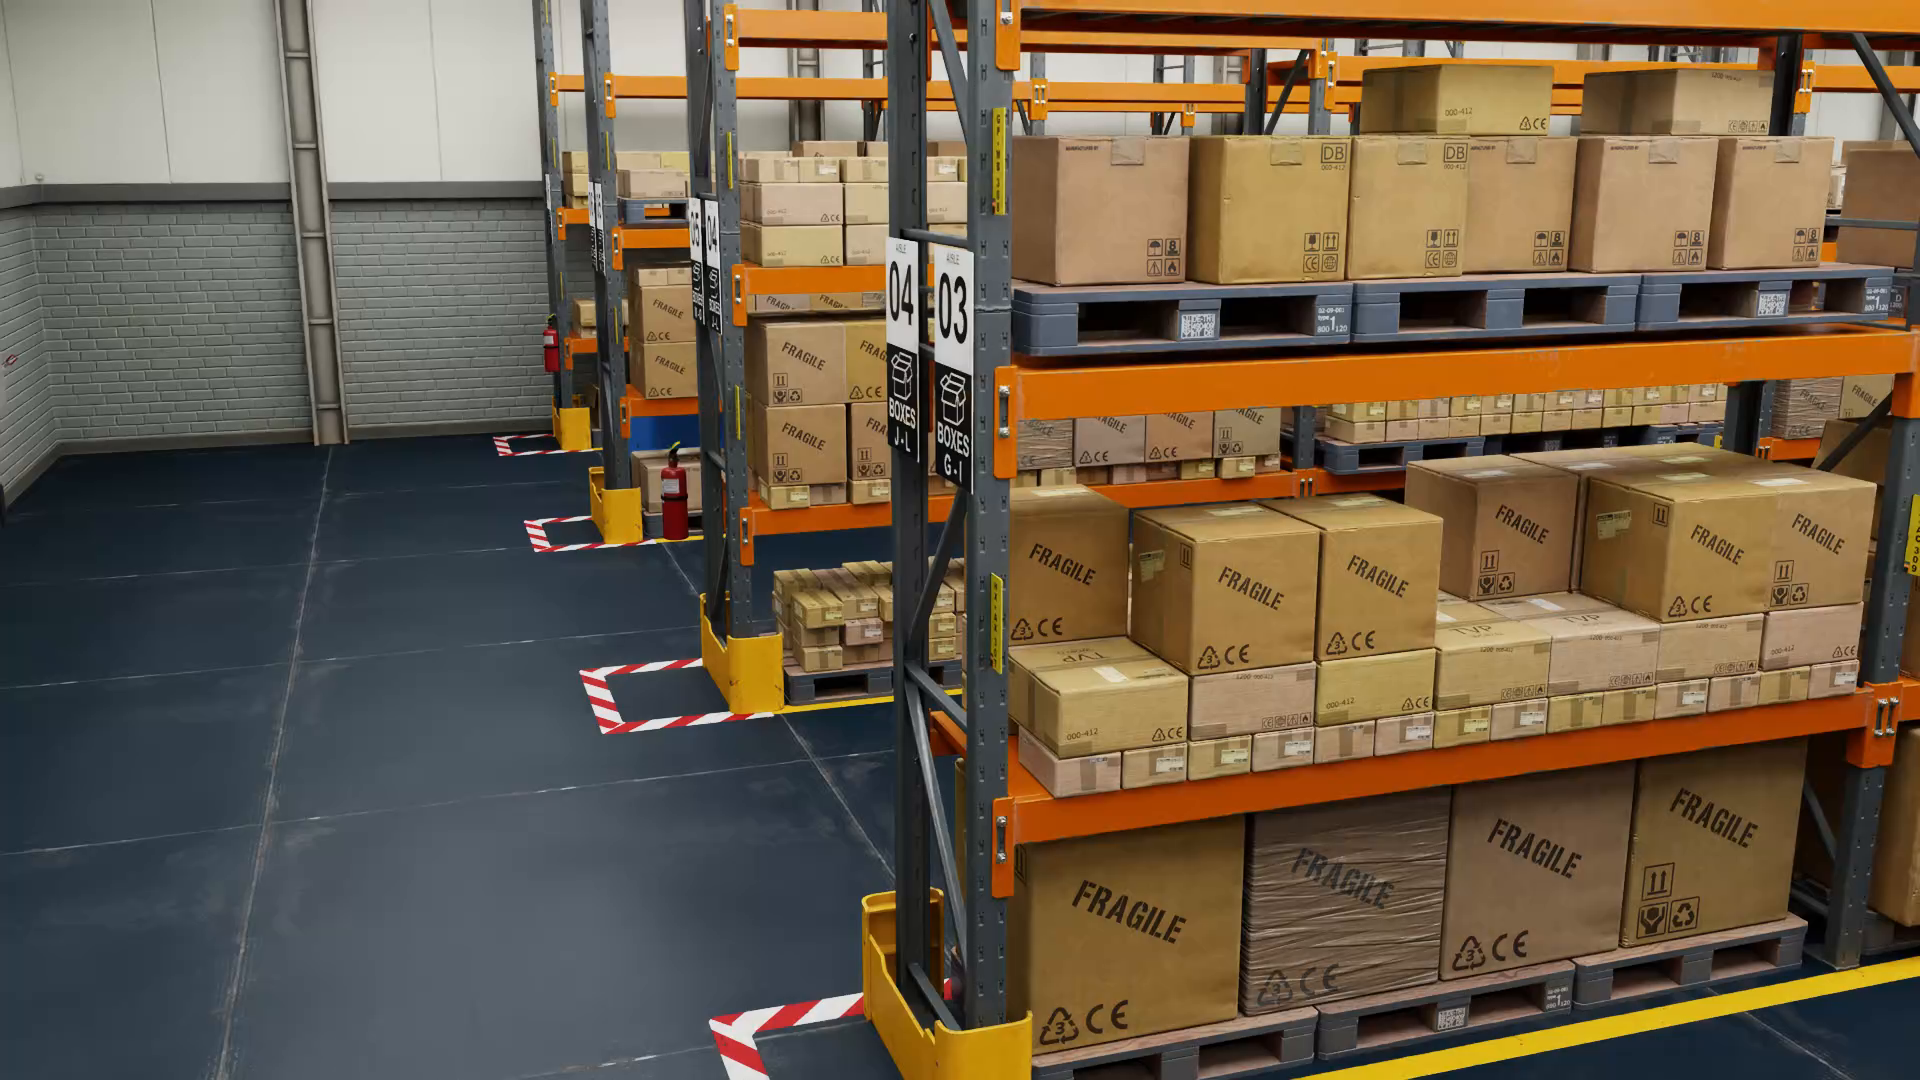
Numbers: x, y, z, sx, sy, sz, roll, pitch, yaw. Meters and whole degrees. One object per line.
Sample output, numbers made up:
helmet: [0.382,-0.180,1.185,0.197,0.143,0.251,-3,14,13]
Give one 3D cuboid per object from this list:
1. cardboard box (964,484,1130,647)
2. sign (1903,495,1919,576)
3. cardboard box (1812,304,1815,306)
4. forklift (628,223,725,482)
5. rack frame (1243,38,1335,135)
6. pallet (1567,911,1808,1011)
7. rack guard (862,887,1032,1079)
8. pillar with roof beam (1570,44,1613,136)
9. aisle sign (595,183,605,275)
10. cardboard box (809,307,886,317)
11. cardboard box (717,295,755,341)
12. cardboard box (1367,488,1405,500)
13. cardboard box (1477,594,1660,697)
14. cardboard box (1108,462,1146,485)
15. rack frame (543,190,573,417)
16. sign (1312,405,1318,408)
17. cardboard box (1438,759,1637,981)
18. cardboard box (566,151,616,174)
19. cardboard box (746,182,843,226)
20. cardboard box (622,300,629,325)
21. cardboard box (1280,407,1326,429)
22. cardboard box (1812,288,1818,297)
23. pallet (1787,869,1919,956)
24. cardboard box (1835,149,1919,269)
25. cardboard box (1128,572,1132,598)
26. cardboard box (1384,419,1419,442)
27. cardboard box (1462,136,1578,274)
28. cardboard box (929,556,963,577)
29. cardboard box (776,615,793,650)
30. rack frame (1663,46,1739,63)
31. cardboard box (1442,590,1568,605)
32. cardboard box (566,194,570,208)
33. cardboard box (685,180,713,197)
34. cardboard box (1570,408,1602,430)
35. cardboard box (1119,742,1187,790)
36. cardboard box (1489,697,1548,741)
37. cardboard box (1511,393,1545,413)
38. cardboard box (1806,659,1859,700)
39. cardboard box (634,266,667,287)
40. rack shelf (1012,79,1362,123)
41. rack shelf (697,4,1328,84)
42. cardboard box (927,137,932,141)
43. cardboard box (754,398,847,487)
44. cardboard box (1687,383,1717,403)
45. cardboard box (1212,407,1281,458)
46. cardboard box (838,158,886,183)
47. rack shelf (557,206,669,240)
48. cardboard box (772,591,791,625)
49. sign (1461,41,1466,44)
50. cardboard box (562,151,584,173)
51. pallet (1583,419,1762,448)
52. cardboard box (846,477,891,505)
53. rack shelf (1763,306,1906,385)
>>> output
cardboard box: [0.328,0.087,6.465,0.500,0.500,0.500,-4,14,-17]
sign: [3.920,-0.017,6.796,0.005,0.325,0.100,-4,14,-18]
cardboard box: [6.475,-1.635,13.265,0.500,0.500,0.700,-5,14,-18]
forklift: [-2.016,-2.082,17.669,3.031,2.935,1.130,-7,15,-27]
rack frame: [2.255,-3.692,11.327,0.127,3.000,1.000,-4,14,-18]
pallet: [2.996,1.717,7.575,1.213,0.211,1.003,-4,14,-18]
rack guard: [-0.072,1.835,6.457,0.348,0.500,1.175,-4,14,-18]
pillar with roof beam: [10.793,-5.947,20.804,0.400,9.000,9.100,-4,14,-18]
aisle sign: [-3.186,-2.753,14.722,0.004,0.787,0.394,-4,14,-18]
cardboard box: [-0.701,-1.284,11.147,0.500,0.500,0.500,-5,14,-20]
cardboard box: [-2.177,-2.104,15.239,0.500,0.500,0.500,-5,14,-20]
cardboard box: [3.372,-0.272,12.786,0.500,0.250,0.500,-4,14,-15]
cardboard box: [2.433,0.416,6.699,0.500,0.250,0.500,-4,14,-17]
cardboard box: [1.077,-0.489,11.368,0.250,0.149,0.380,-5,14,-20]
rack frame: [-4.797,-2.645,19.888,0.127,3.000,1.000,-4,14,-18]
sign: [2.436,-1.077,11.423,0.005,0.325,0.100,-4,14,-18]
cardboard box: [2.237,1.248,7.203,0.875,0.875,0.875,-4,14,-18]
cardboard box: [-4.296,-4.397,19.372,0.500,0.250,0.500,-5,14,-19]
cardboard box: [-1.027,-2.084,10.292,0.500,0.250,0.500,-4,14,-17]
cardboard box: [-3.803,-2.729,19.920,0.500,0.250,0.500,-4,14,-17]
cardboard box: [2.568,-0.929,12.307,0.250,0.149,0.380,-5,14,-19]
cardboard box: [9.617,-2.683,19.191,0.500,0.500,0.500,-5,14,-19]
pallet: [4.449,1.605,8.048,1.213,0.211,1.003,-4,14,-18]
cardboard box: [4.288,-1.436,7.198,0.500,0.500,0.700,-4,14,-17]
cardboard box: [1.040,0.293,11.506,0.250,0.149,0.380,-5,14,-21]
cardboard box: [3.036,-0.806,11.791,0.250,0.149,0.380,-4,14,-17]
cardboard box: [1.967,-1.322,6.505,0.500,0.500,0.700,-4,14,-16]
cardboard box: [-0.151,0.230,11.769,0.250,0.149,0.380,-4,14,-16]
cardboard box: [-1.103,0.619,11.417,0.250,0.149,0.380,-4,14,-17]
rack frame: [8.163,-5.361,18.342,0.127,3.000,1.000,-4,14,-18]
cardboard box: [2.250,0.302,7.179,0.500,0.250,0.500,-4,14,-17]
cardboard box: [-4.568,-4.057,19.883,0.250,0.149,0.380,-4,14,-17]
cardboard box: [-2.441,-3.248,15.361,0.250,0.149,0.380,-6,14,-22]
cardboard box: [4.508,-0.920,12.273,0.250,0.149,0.380,-4,14,-16]
cardboard box: [0.635,0.766,6.091,0.250,0.149,0.380,-5,14,-19]
cardboard box: [2.097,0.652,6.572,0.250,0.149,0.380,-4,14,-17]
cardboard box: [4.017,-1.027,12.077,0.250,0.149,0.380,-5,14,-19]
cardboard box: [3.557,0.538,7.049,0.250,0.149,0.380,-4,14,-18]
cardboard box: [-2.786,-2.373,14.965,0.250,0.149,0.380,-4,14,-17]
rack shelf: [2.476,-4.374,16.610,4.000,0.370,1.077,-4,14,-18]
rack shelf: [0.360,-3.193,10.790,4.000,0.370,1.077,-4,14,-18]
cardboard box: [-0.498,-4.941,20.940,0.258,0.266,0.396,-4,14,-18]
cardboard box: [-1.022,-0.644,10.618,0.500,0.500,0.500,-4,14,-15]
cardboard box: [5.471,-1.139,12.551,0.250,0.149,0.380,-4,14,-16]
cardboard box: [1.887,-0.869,11.564,0.500,0.500,0.500,-4,14,-18]
cardboard box: [-0.628,-2.295,10.316,0.250,0.149,0.380,-4,14,-18]
rack shelf: [-2.901,-3.902,20.245,4.000,0.370,1.077,-4,14,-18]
cardboard box: [-1.127,0.458,11.454,0.250,0.149,0.380,-5,14,-20]
sign: [6.761,-6.824,22.304,0.005,0.325,0.100,-4,14,-18]
cardboard box: [-4.465,-4.513,19.862,0.500,0.250,0.500,-5,14,-20]
pallet: [5.405,-0.900,12.965,1.003,0.211,1.213,-4,14,-18]
cardboard box: [-0.624,-0.344,10.759,0.250,0.149,0.380,-5,14,-20]
rack shelf: [5.637,-0.935,7.773,4.000,0.370,1.077,-4,14,-18]
